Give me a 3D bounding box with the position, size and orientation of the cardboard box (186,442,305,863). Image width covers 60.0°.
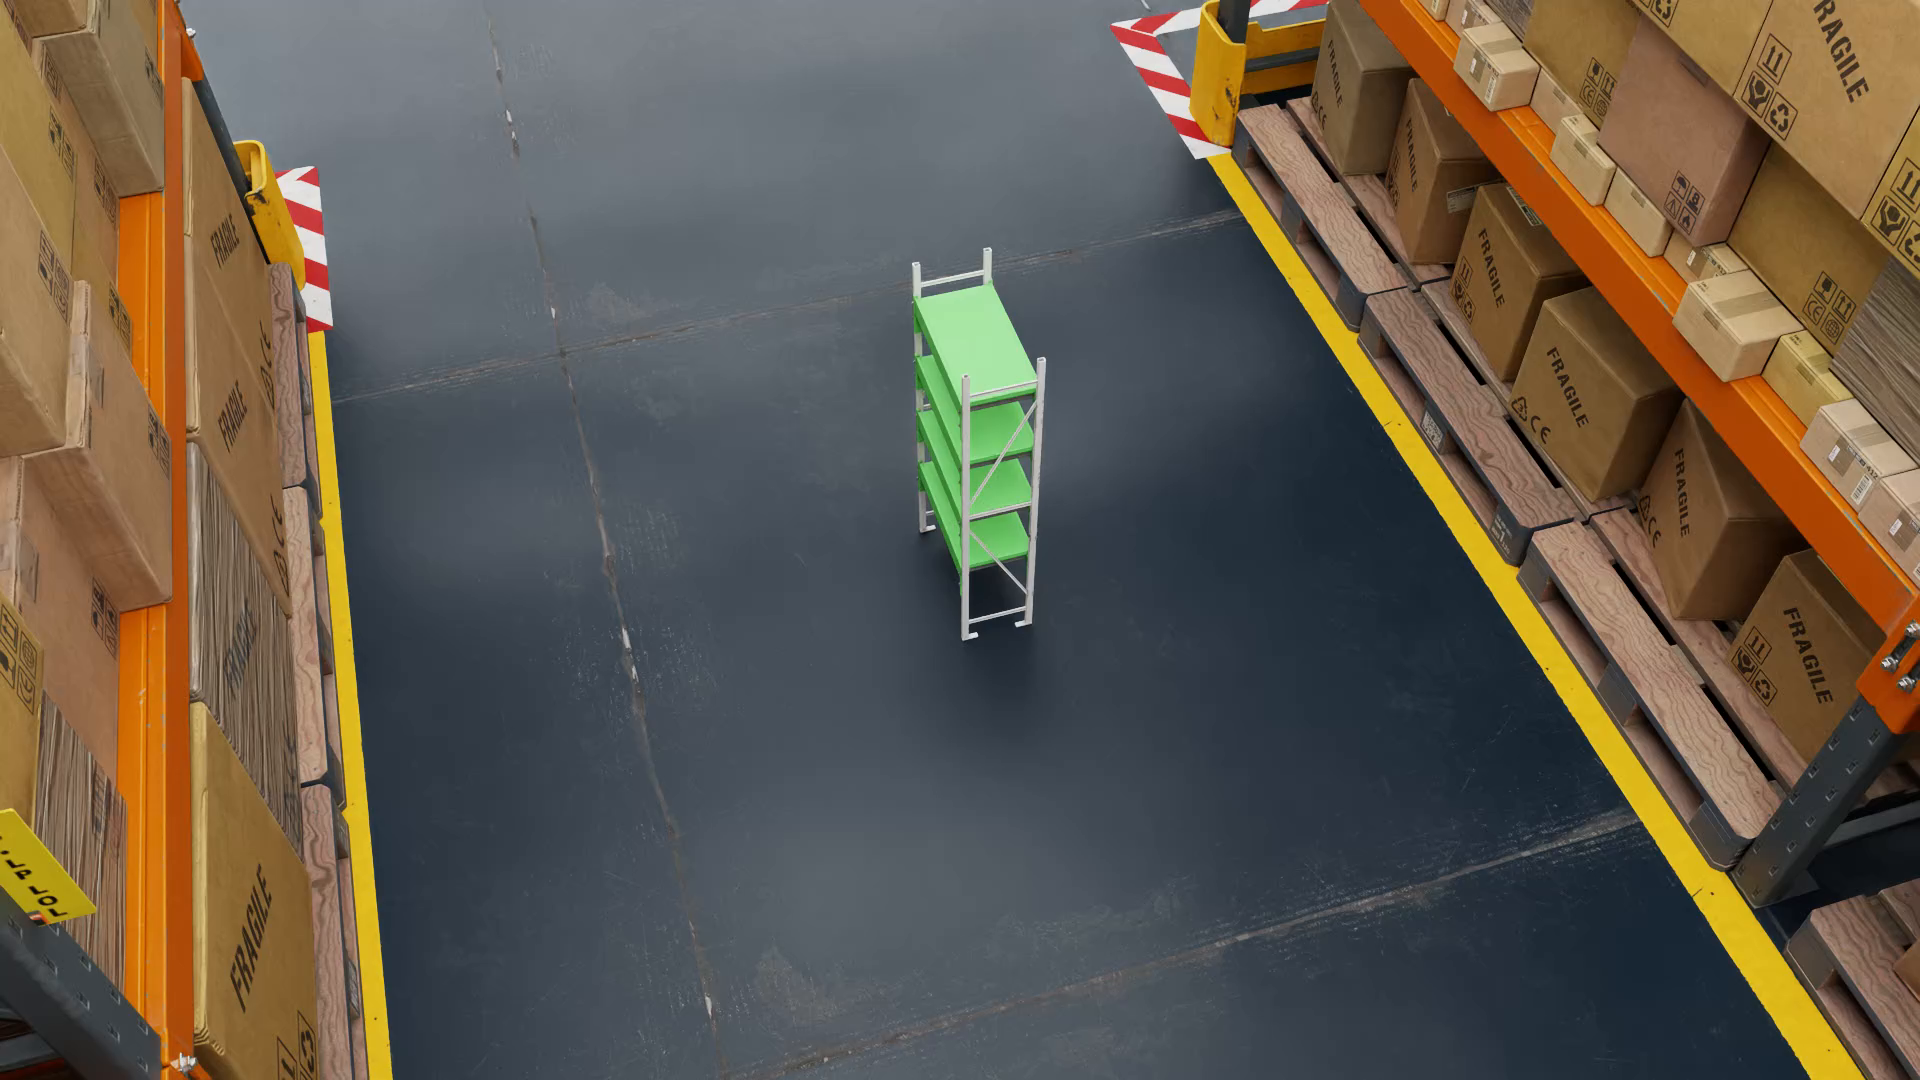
[{"bbox_3d":[-2.391,0.419,4.550,0.875,0.875,0.875,-13,51,-11],"label":"cardboard box"}]

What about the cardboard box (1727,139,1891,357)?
[{"bbox_3d":[2.578,-0.889,4.278,0.875,0.500,0.500,-13,51,-11],"label":"cardboard box"}]

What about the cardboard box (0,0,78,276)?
[{"bbox_3d":[-2.544,-0.857,3.707,0.875,0.550,0.500,-13,51,-11],"label":"cardboard box"}]

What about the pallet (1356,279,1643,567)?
[{"bbox_3d":[2.169,-0.522,6.052,1.003,0.211,1.213,-13,51,-11],"label":"pallet"}]

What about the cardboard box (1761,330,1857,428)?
[{"bbox_3d":[2.340,-0.436,4.320,0.380,0.149,0.250,-13,51,-11],"label":"cardboard box"}]

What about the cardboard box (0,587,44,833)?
[{"bbox_3d":[-2.078,0.329,2.707,0.875,0.550,0.550,-13,51,-11],"label":"cardboard box"}]

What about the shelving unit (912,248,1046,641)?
[{"bbox_3d":[0.049,-0.266,5.189,0.258,1.200,0.503,-13,51,-11],"label":"shelving unit"}]

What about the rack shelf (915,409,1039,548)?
[{"bbox_3d":[0.049,-0.225,5.238,0.258,0.148,0.480,-13,51,-11],"label":"rack shelf"}]

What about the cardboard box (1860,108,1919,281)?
[{"bbox_3d":[2.370,-0.762,3.517,0.500,0.500,0.500,-13,51,-11],"label":"cardboard box"}]

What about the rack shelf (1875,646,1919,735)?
[{"bbox_3d":[3.358,1.647,2.870,1.077,0.370,4.000,-13,51,-11],"label":"rack shelf"}]

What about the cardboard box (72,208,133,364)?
[{"bbox_3d":[-2.606,-0.495,4.107,0.875,0.550,0.500,-13,51,-11],"label":"cardboard box"}]

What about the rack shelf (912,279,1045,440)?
[{"bbox_3d":[0.049,-0.534,4.871,0.258,0.148,0.480,-13,51,-11],"label":"rack shelf"}]

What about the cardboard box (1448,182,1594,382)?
[{"bbox_3d":[2.128,-0.946,5.946,0.500,0.500,0.500,-9,50,-8],"label":"cardboard box"}]

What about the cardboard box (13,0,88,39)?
[{"bbox_3d":[-2.861,-1.655,4.379,0.875,0.550,0.550,-13,51,-11],"label":"cardboard box"}]

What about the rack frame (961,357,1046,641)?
[{"bbox_3d":[0.121,-0.088,5.039,0.240,1.200,0.015,-13,51,-11],"label":"rack frame"}]

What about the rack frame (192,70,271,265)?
[{"bbox_3d":[-3.185,-1.919,5.406,1.000,3.000,0.127,-13,51,-11],"label":"rack frame"}]

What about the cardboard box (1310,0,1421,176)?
[{"bbox_3d":[1.752,-1.837,6.697,0.500,0.500,0.500,-5,50,-4],"label":"cardboard box"}]

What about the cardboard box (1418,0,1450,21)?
[{"bbox_3d":[1.716,-1.889,5.545,0.380,0.149,0.250,-13,51,-11],"label":"cardboard box"}]

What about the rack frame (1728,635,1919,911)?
[{"bbox_3d":[2.766,-0.045,3.826,1.000,3.000,0.127,-13,51,-11],"label":"rack frame"}]

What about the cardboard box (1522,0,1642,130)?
[{"bbox_3d":[2.225,-1.606,4.882,0.875,0.500,0.500,-13,51,-11],"label":"cardboard box"}]

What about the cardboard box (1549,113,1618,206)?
[{"bbox_3d":[1.992,-1.154,4.925,0.380,0.149,0.250,-13,51,-11],"label":"cardboard box"}]

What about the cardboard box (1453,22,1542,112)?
[{"bbox_3d":[1.791,-1.506,5.222,0.380,0.149,0.250,-13,51,-11],"label":"cardboard box"}]

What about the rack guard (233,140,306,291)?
[{"bbox_3d":[-3.192,-1.131,6.376,1.175,0.500,0.348,-13,51,-11],"label":"rack guard"}]

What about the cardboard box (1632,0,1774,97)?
[{"bbox_3d":[2.074,-1.492,4.132,0.500,0.500,0.500,-13,51,-11],"label":"cardboard box"}]

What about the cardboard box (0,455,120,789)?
[{"bbox_3d":[-2.307,0.291,3.445,0.875,0.550,0.550,-13,51,-11],"label":"cardboard box"}]

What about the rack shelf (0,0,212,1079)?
[{"bbox_3d":[-2.593,-0.226,4.450,1.077,0.370,4.000,-13,51,-11],"label":"rack shelf"}]

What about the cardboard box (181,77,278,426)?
[{"bbox_3d":[-2.921,-0.889,5.653,0.875,0.875,0.875,-13,51,-11],"label":"cardboard box"}]

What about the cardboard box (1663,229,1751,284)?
[{"bbox_3d":[2.212,-0.806,4.632,0.380,0.149,0.250,-13,51,-11],"label":"cardboard box"}]

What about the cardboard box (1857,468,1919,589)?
[{"bbox_3d":[2.422,-0.055,3.999,0.380,0.149,0.250,-13,51,-11],"label":"cardboard box"}]

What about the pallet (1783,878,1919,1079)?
[{"bbox_3d":[2.998,1.422,4.413,1.003,0.211,1.213,-13,51,-11],"label":"pallet"}]

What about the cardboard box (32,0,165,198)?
[{"bbox_3d":[-2.848,-1.310,4.794,0.875,0.550,0.550,-13,51,-11],"label":"cardboard box"}]

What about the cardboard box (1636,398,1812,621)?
[{"bbox_3d":[2.509,-0.093,5.227,0.500,0.500,0.500,1,50,1],"label":"cardboard box"}]

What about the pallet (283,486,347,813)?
[{"bbox_3d":[-2.516,0.435,5.245,1.003,0.211,1.213,-13,51,-11],"label":"pallet"}]
